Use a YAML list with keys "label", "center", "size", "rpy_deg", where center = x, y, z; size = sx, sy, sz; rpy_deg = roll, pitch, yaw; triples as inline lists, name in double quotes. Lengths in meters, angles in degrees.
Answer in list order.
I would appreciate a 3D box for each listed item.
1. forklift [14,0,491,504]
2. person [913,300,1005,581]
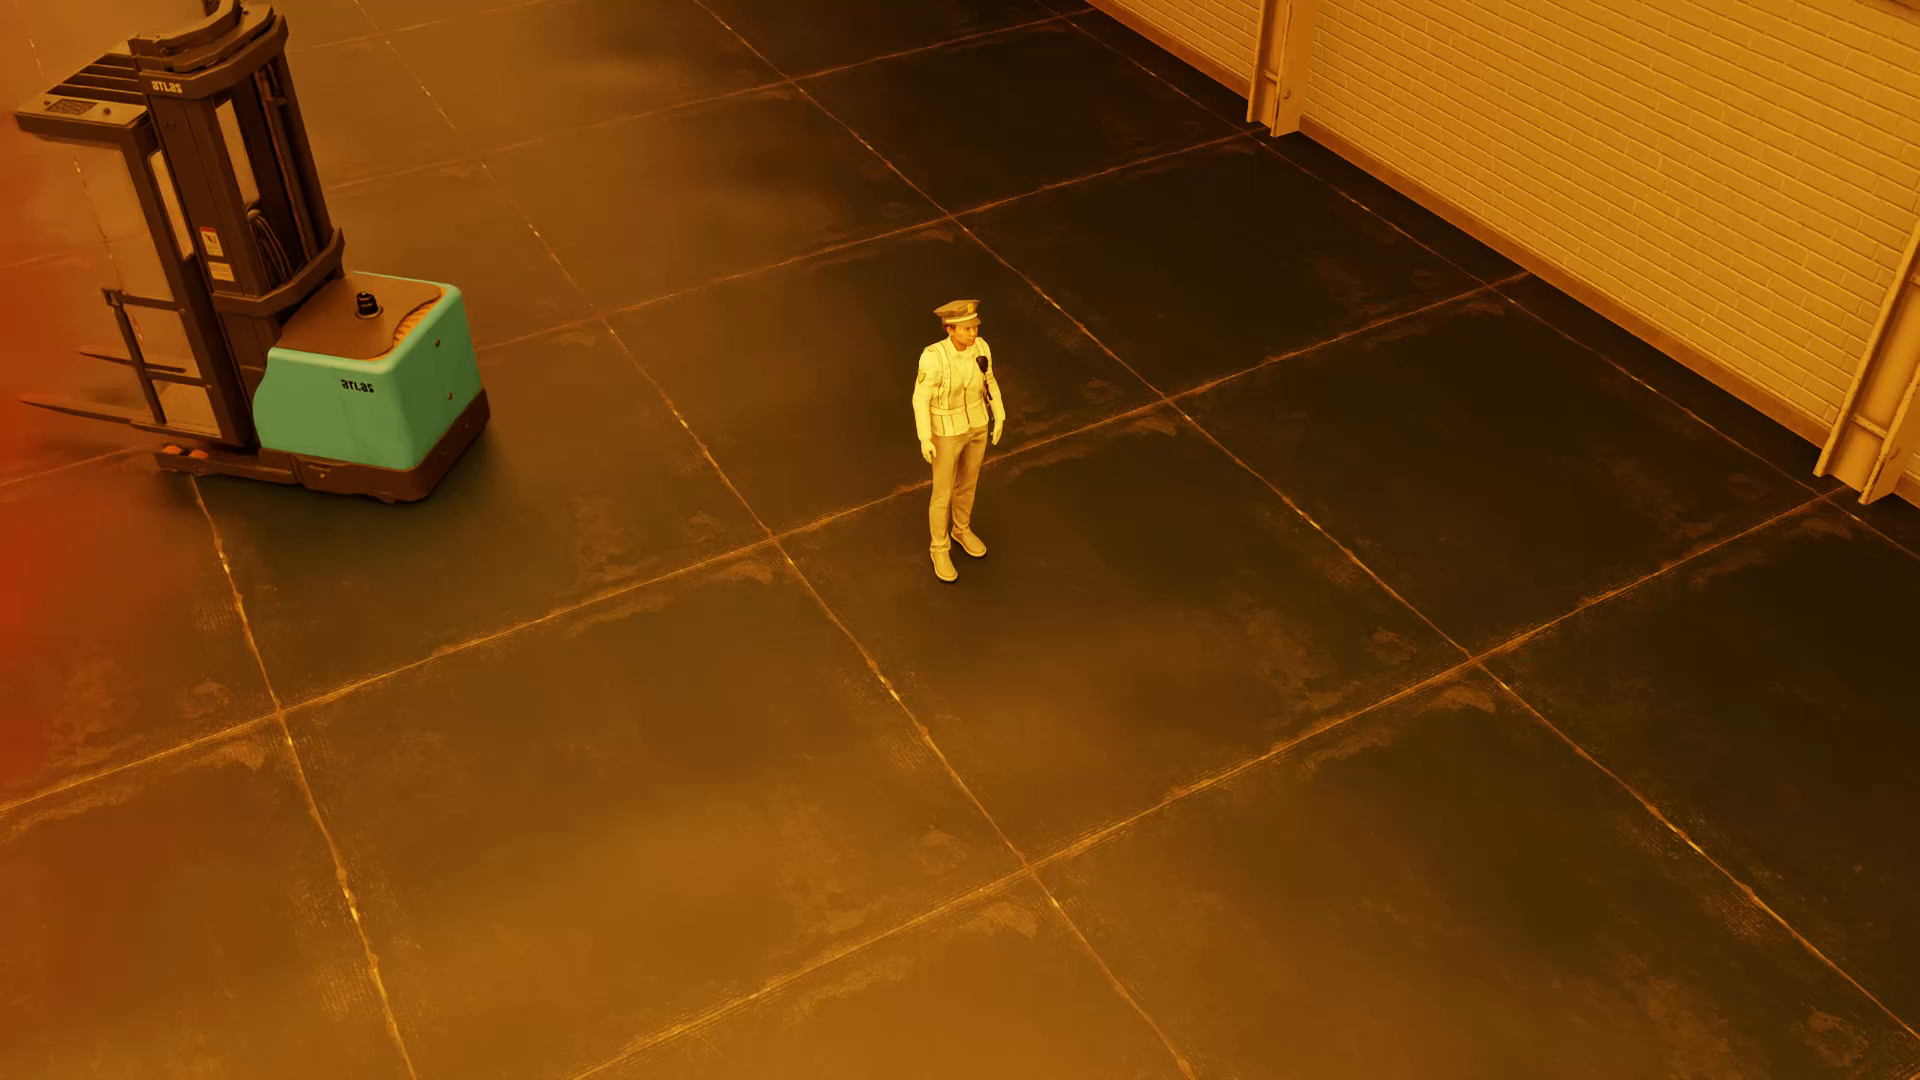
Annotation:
- label: "forklift"
  center: [-4.743, -1.865, 10.284]
  size: [3.031, 2.935, 1.130]
  rpy_deg: [9, 41, 11]
- label: "person"
  center: [0.028, -0.619, 9.739]
  size: [0.588, 1.696, 0.533]
  rpy_deg: [-20, 44, -23]
